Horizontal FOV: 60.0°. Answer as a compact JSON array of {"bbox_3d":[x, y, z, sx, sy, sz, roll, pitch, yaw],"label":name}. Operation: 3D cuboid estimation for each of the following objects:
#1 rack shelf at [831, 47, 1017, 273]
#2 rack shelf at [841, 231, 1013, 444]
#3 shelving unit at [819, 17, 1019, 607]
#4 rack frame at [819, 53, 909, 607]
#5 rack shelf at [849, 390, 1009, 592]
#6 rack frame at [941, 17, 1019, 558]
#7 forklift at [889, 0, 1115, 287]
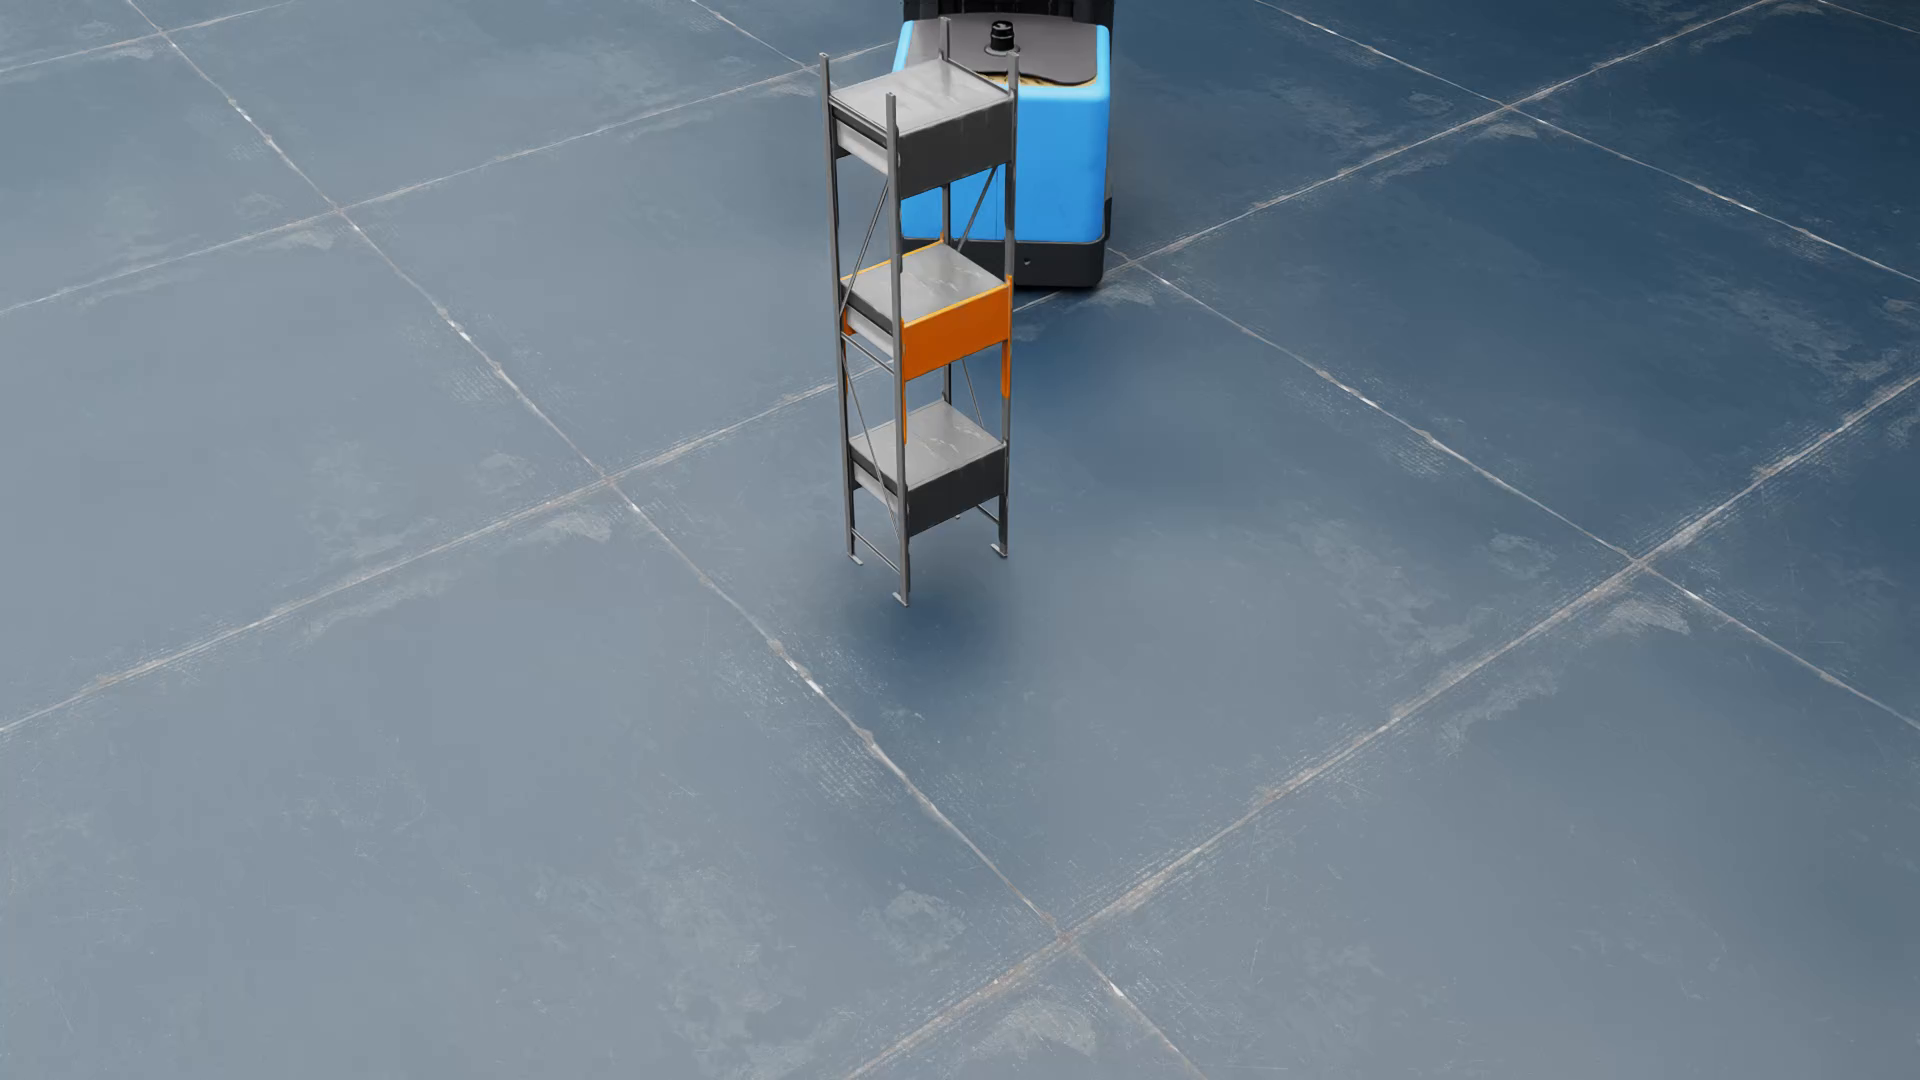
[{"bbox_3d":[-0.131,-1.278,5.571,0.480,0.518,0.431,-26,46,-28],"label":"rack shelf"},{"bbox_3d":[-0.131,-0.737,6.015,0.480,0.518,0.431,-26,46,-28],"label":"rack shelf"},{"bbox_3d":[-0.131,-0.748,6.006,0.503,2.100,0.431,-26,46,-28],"label":"shelving unit"},{"bbox_3d":[-0.325,-0.654,5.891,0.015,2.100,0.400,-26,46,-28],"label":"rack frame"},{"bbox_3d":[-0.131,-0.196,6.459,0.480,0.518,0.431,-26,46,-28],"label":"rack shelf"},{"bbox_3d":[0.062,-0.842,6.121,0.015,2.100,0.400,-26,46,-28],"label":"rack frame"},{"bbox_3d":[0.265,-3.292,8.452,1.130,2.935,3.031,2,39,3],"label":"forklift"}]
